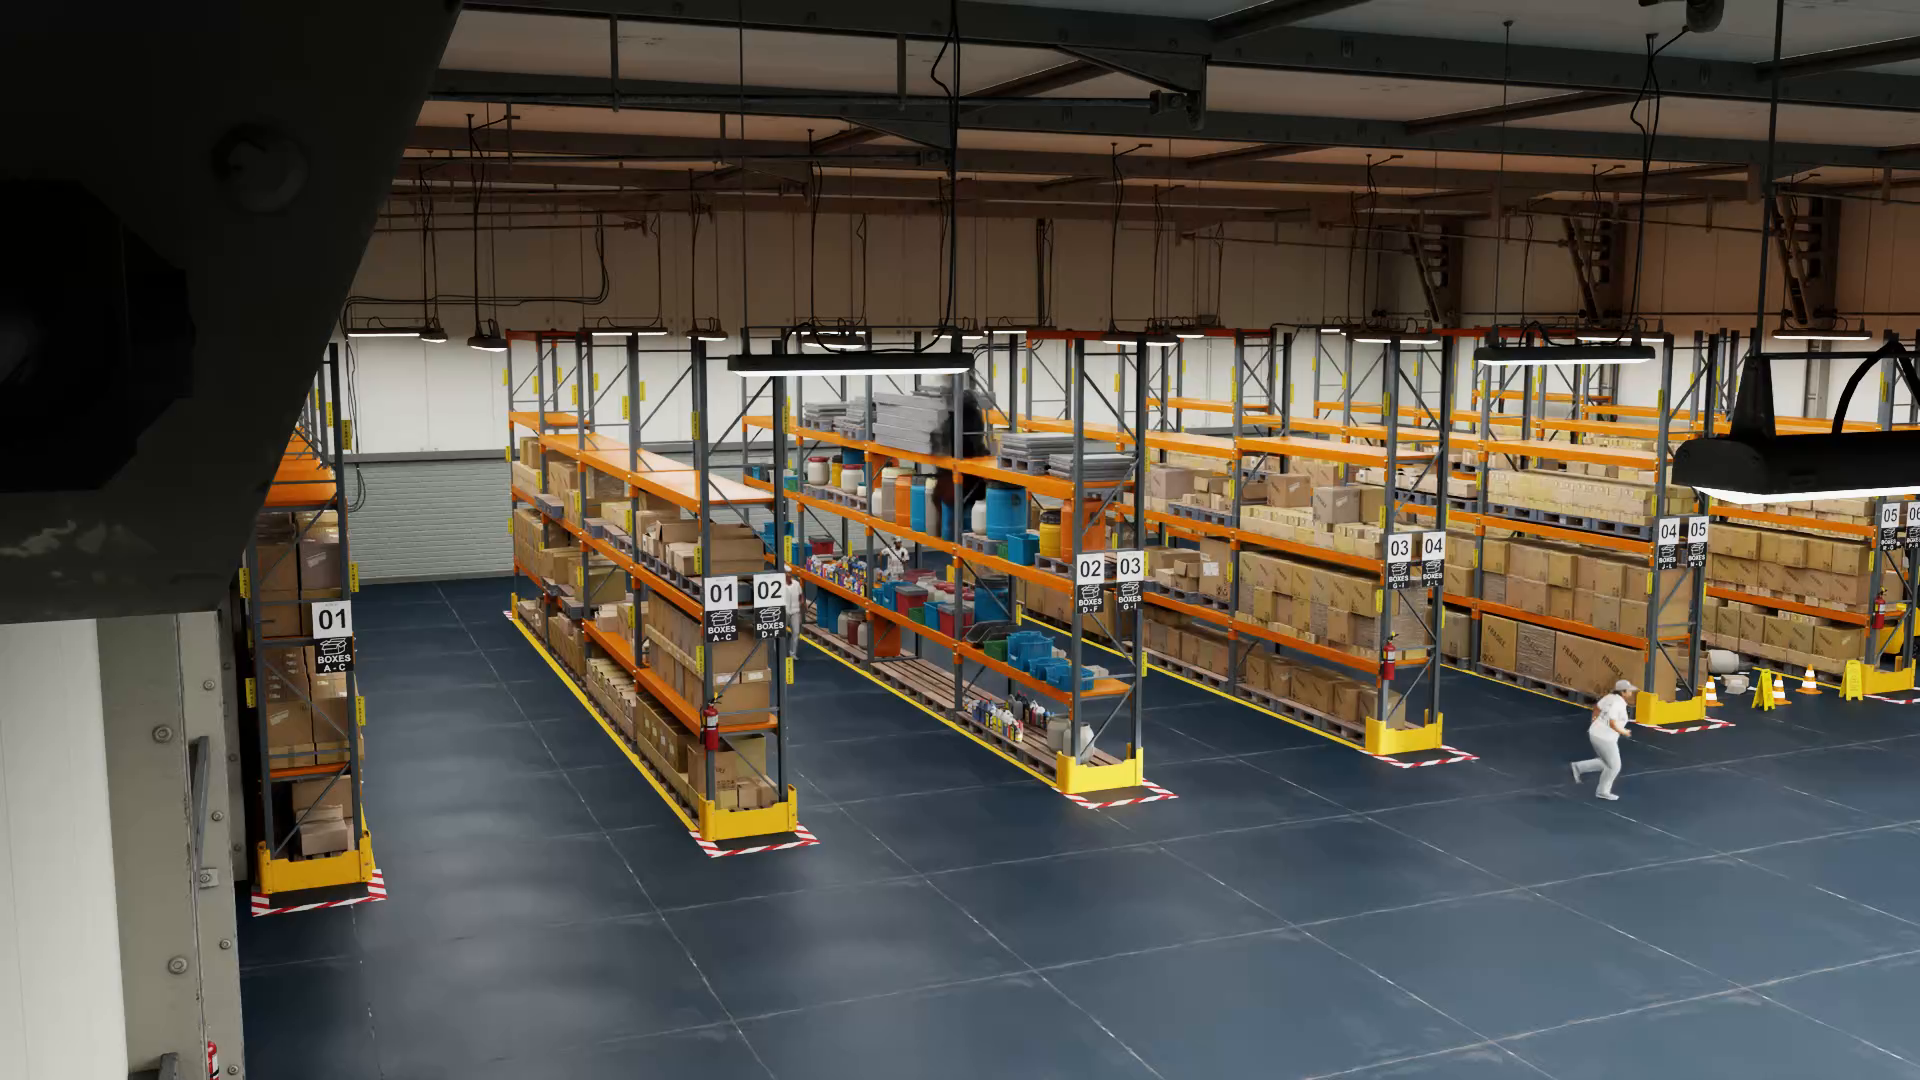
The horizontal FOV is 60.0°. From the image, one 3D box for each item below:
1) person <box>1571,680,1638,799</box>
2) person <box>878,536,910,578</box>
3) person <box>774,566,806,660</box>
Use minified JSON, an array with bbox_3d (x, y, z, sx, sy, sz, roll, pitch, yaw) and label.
[{"bbox_3d":[8.416,2.611,21.741,0.759,1.612,0.571,2,8,15],"label":"person"},{"bbox_3d":[-1.373,0.709,35.201,0.605,1.656,0.783,-3,9,-24],"label":"person"},{"bbox_3d":[-3.164,1.327,30.557,0.714,1.733,0.791,-4,9,-26],"label":"person"}]
